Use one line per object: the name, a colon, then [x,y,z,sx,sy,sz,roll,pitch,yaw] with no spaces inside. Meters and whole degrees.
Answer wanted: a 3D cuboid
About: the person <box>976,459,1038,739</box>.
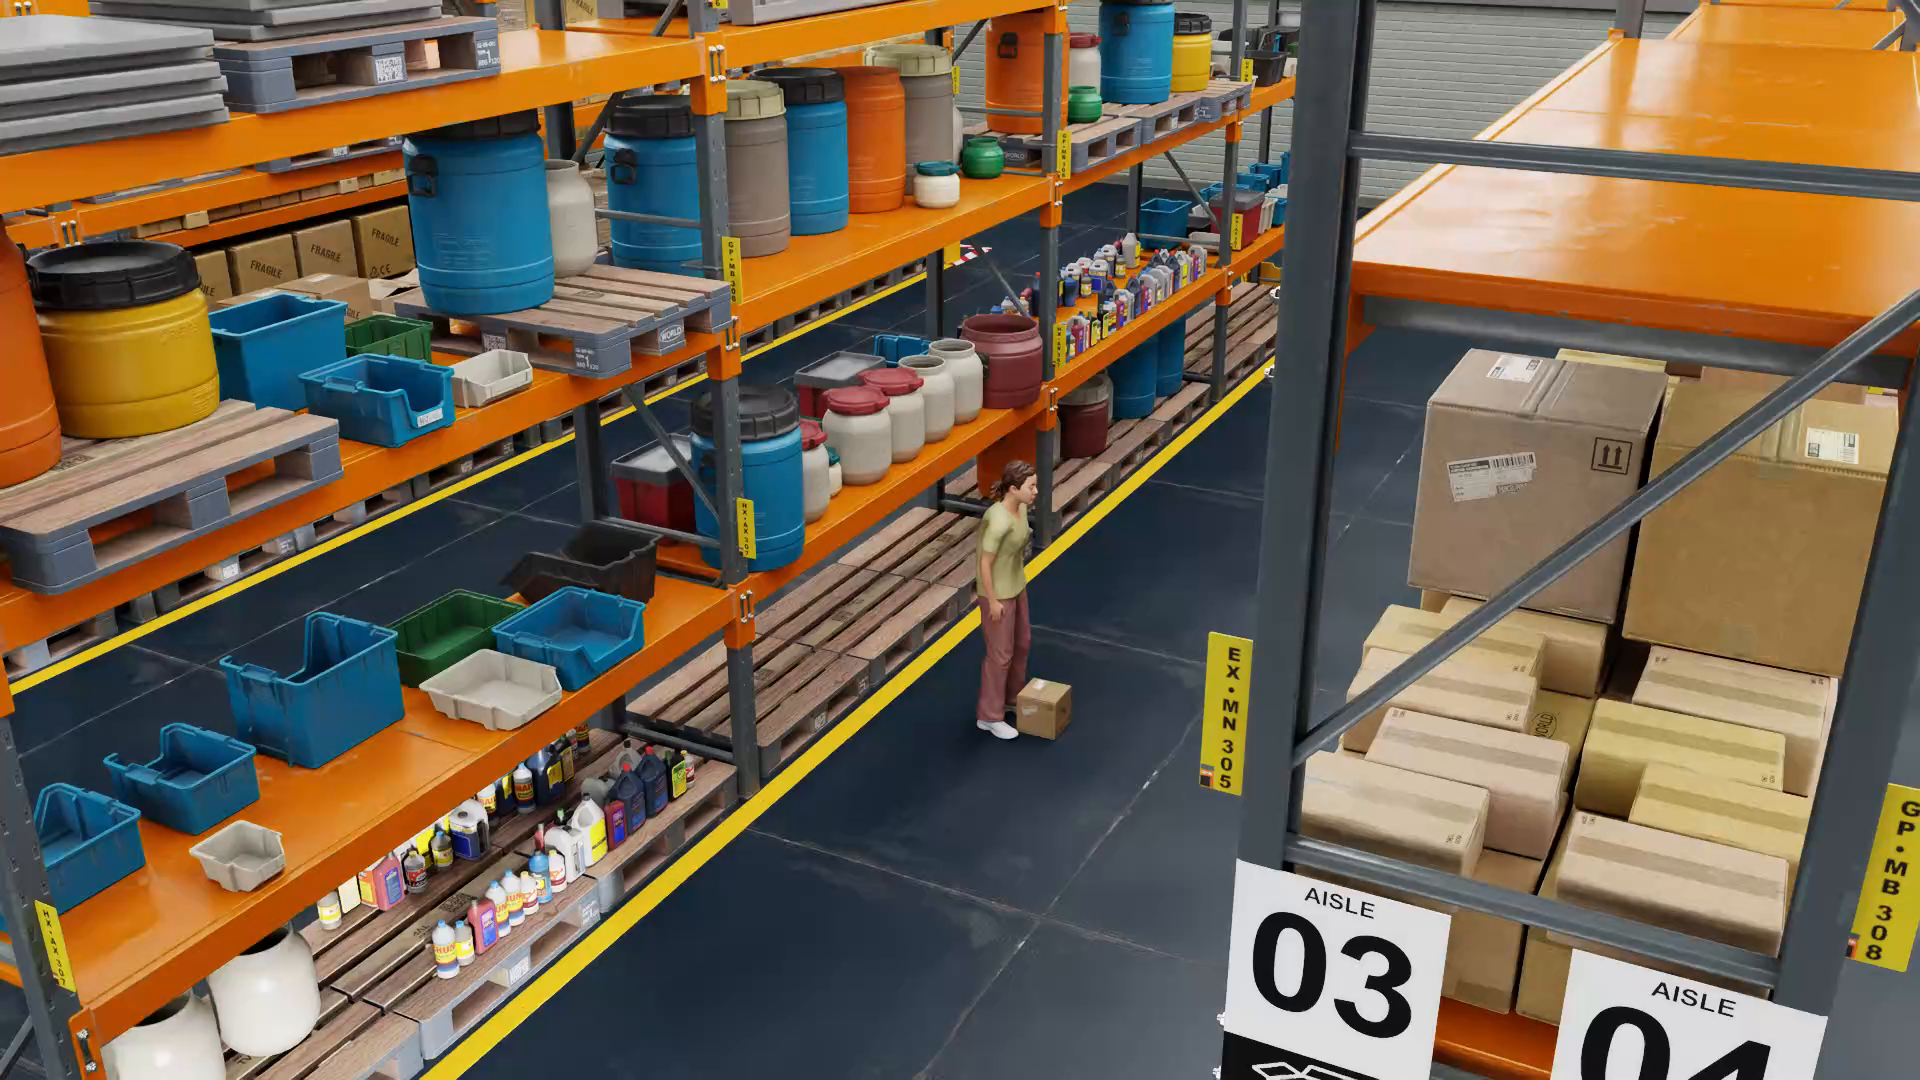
person: [0.284,0.318,9.843,0.362,1.672,0.521,10,25,21]
